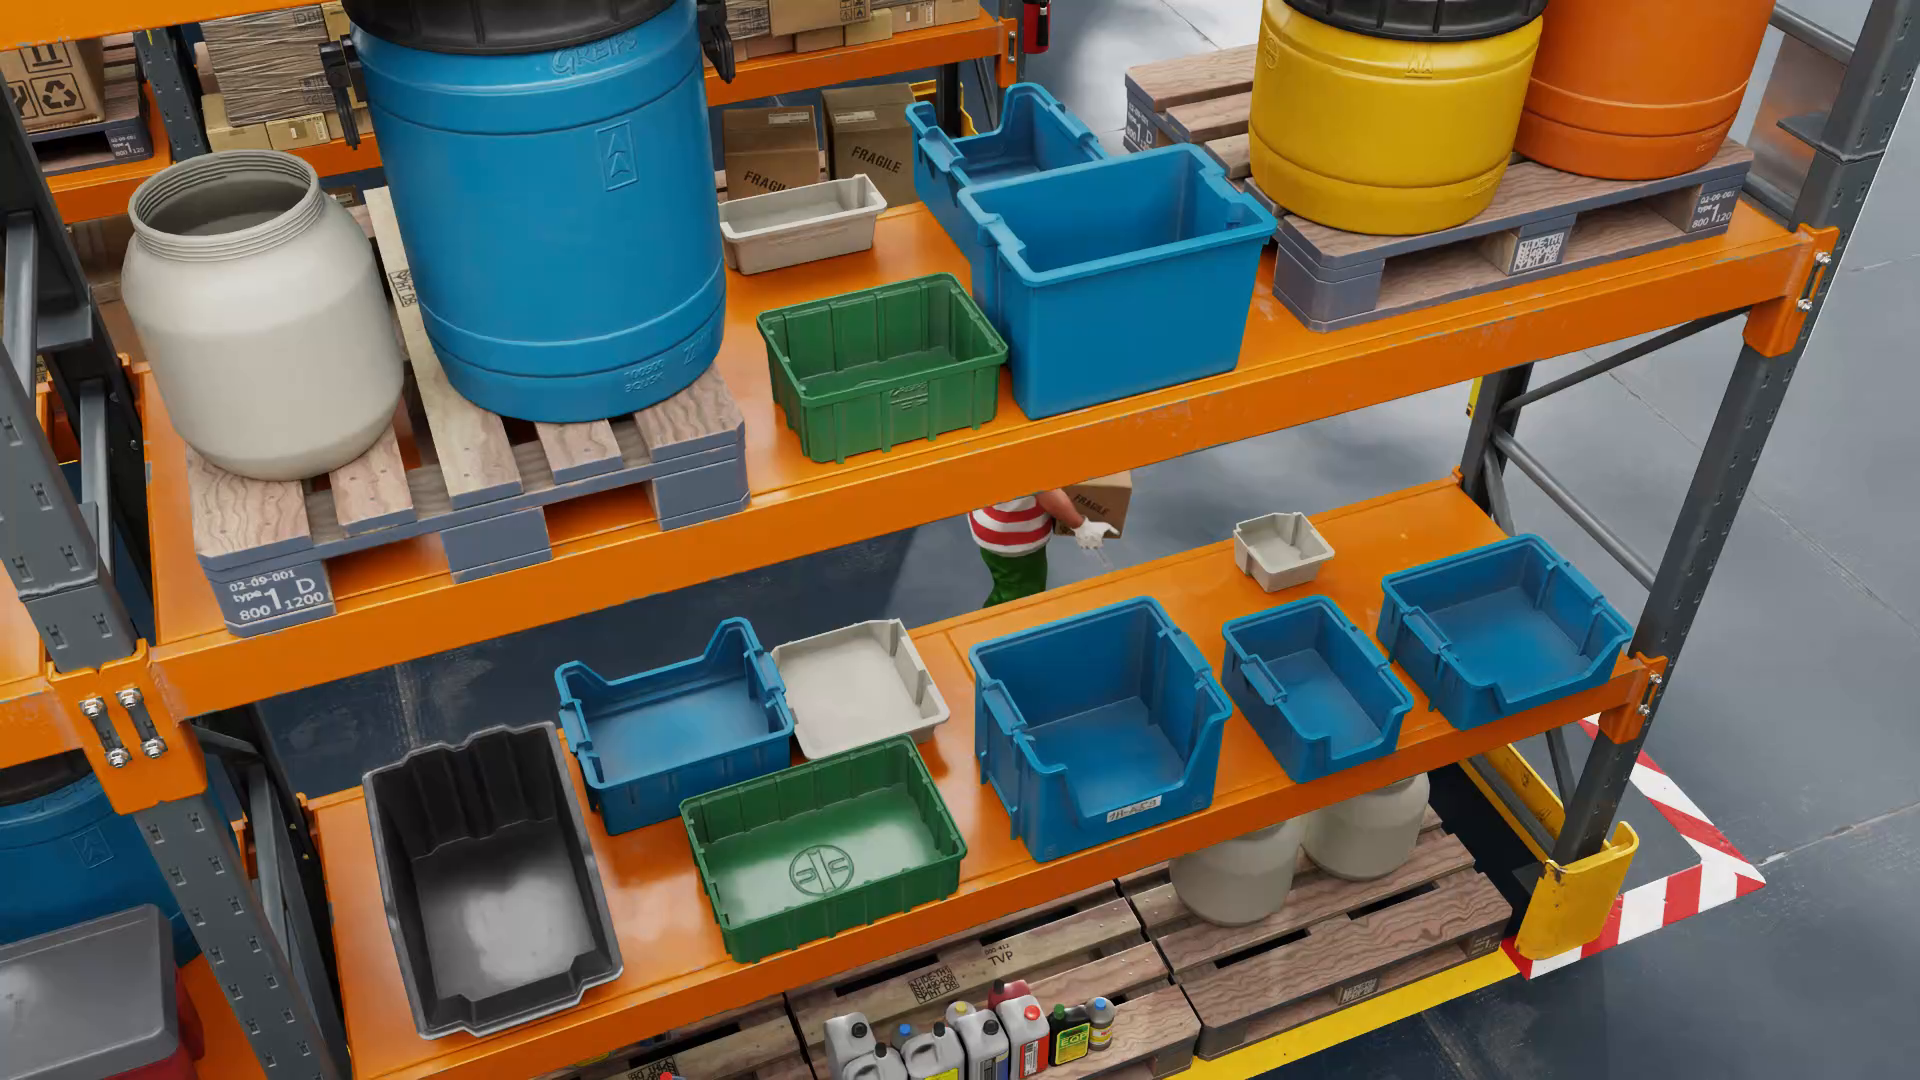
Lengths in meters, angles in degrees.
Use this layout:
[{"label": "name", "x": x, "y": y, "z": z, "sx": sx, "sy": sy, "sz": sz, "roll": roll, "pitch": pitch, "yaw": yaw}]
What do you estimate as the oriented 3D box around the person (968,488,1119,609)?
[{"label": "person", "x": 0.295, "y": -0.064, "z": 6.218, "sx": 0.560, "sy": 1.782, "sz": 0.494, "roll": -2, "pitch": 41, "yaw": -2}]
